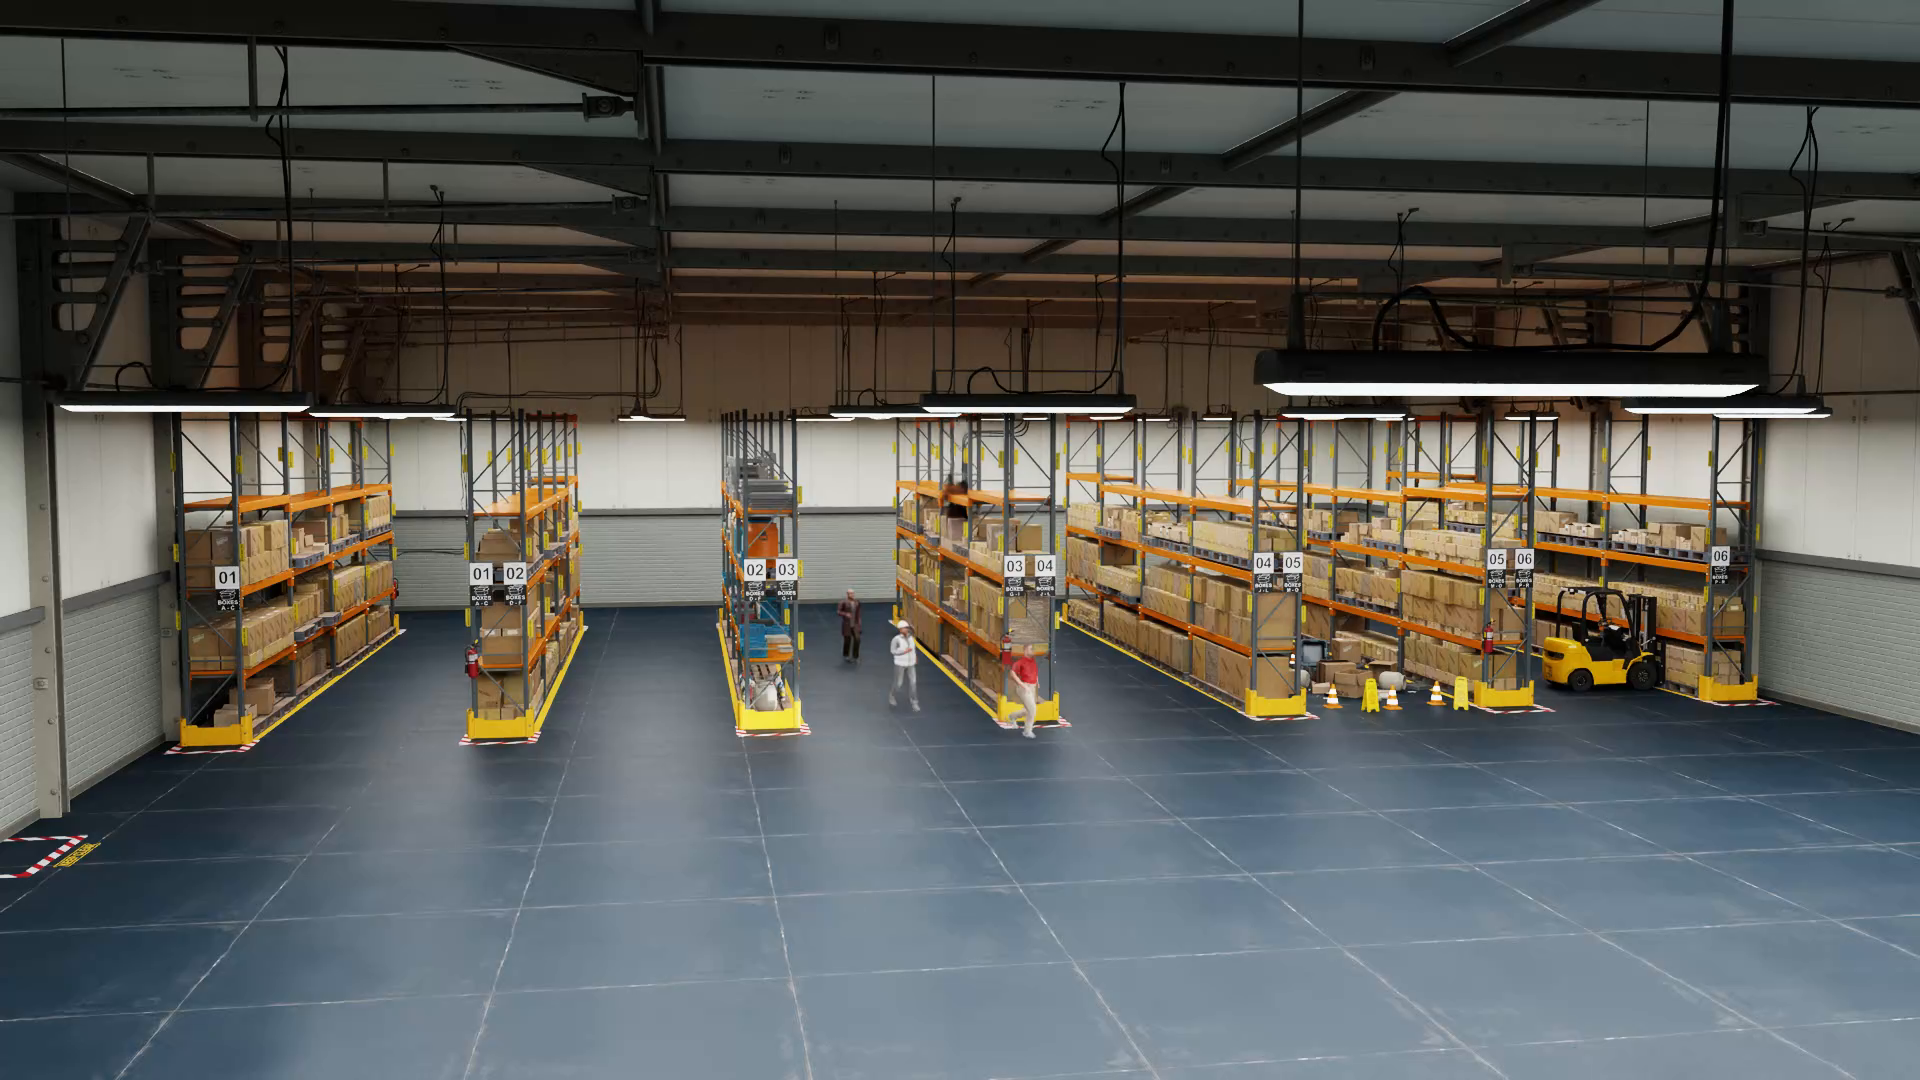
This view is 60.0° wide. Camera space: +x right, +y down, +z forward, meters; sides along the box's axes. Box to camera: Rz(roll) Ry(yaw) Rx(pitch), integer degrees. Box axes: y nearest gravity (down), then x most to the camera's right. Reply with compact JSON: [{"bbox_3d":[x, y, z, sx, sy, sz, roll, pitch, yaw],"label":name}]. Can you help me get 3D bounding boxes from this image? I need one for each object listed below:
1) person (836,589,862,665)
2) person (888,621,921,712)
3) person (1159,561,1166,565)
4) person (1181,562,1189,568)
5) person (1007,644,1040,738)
[{"bbox_3d":[-2.628,2.082,39.732,0.689,1.815,0.832,-1,4,-20],"label":"person"},{"bbox_3d":[-1.108,2.494,33.233,0.651,1.770,0.957,-2,5,-32],"label":"person"},{"bbox_3d":[6.143,1.514,50.436,0.772,1.381,0.550,-1,4,-9],"label":"person"},{"bbox_3d":[6.786,1.339,50.538,0.922,1.695,0.614,-2,4,-22],"label":"person"},{"bbox_3d":[1.177,2.773,30.638,0.714,1.714,0.696,3,5,34],"label":"person"}]
